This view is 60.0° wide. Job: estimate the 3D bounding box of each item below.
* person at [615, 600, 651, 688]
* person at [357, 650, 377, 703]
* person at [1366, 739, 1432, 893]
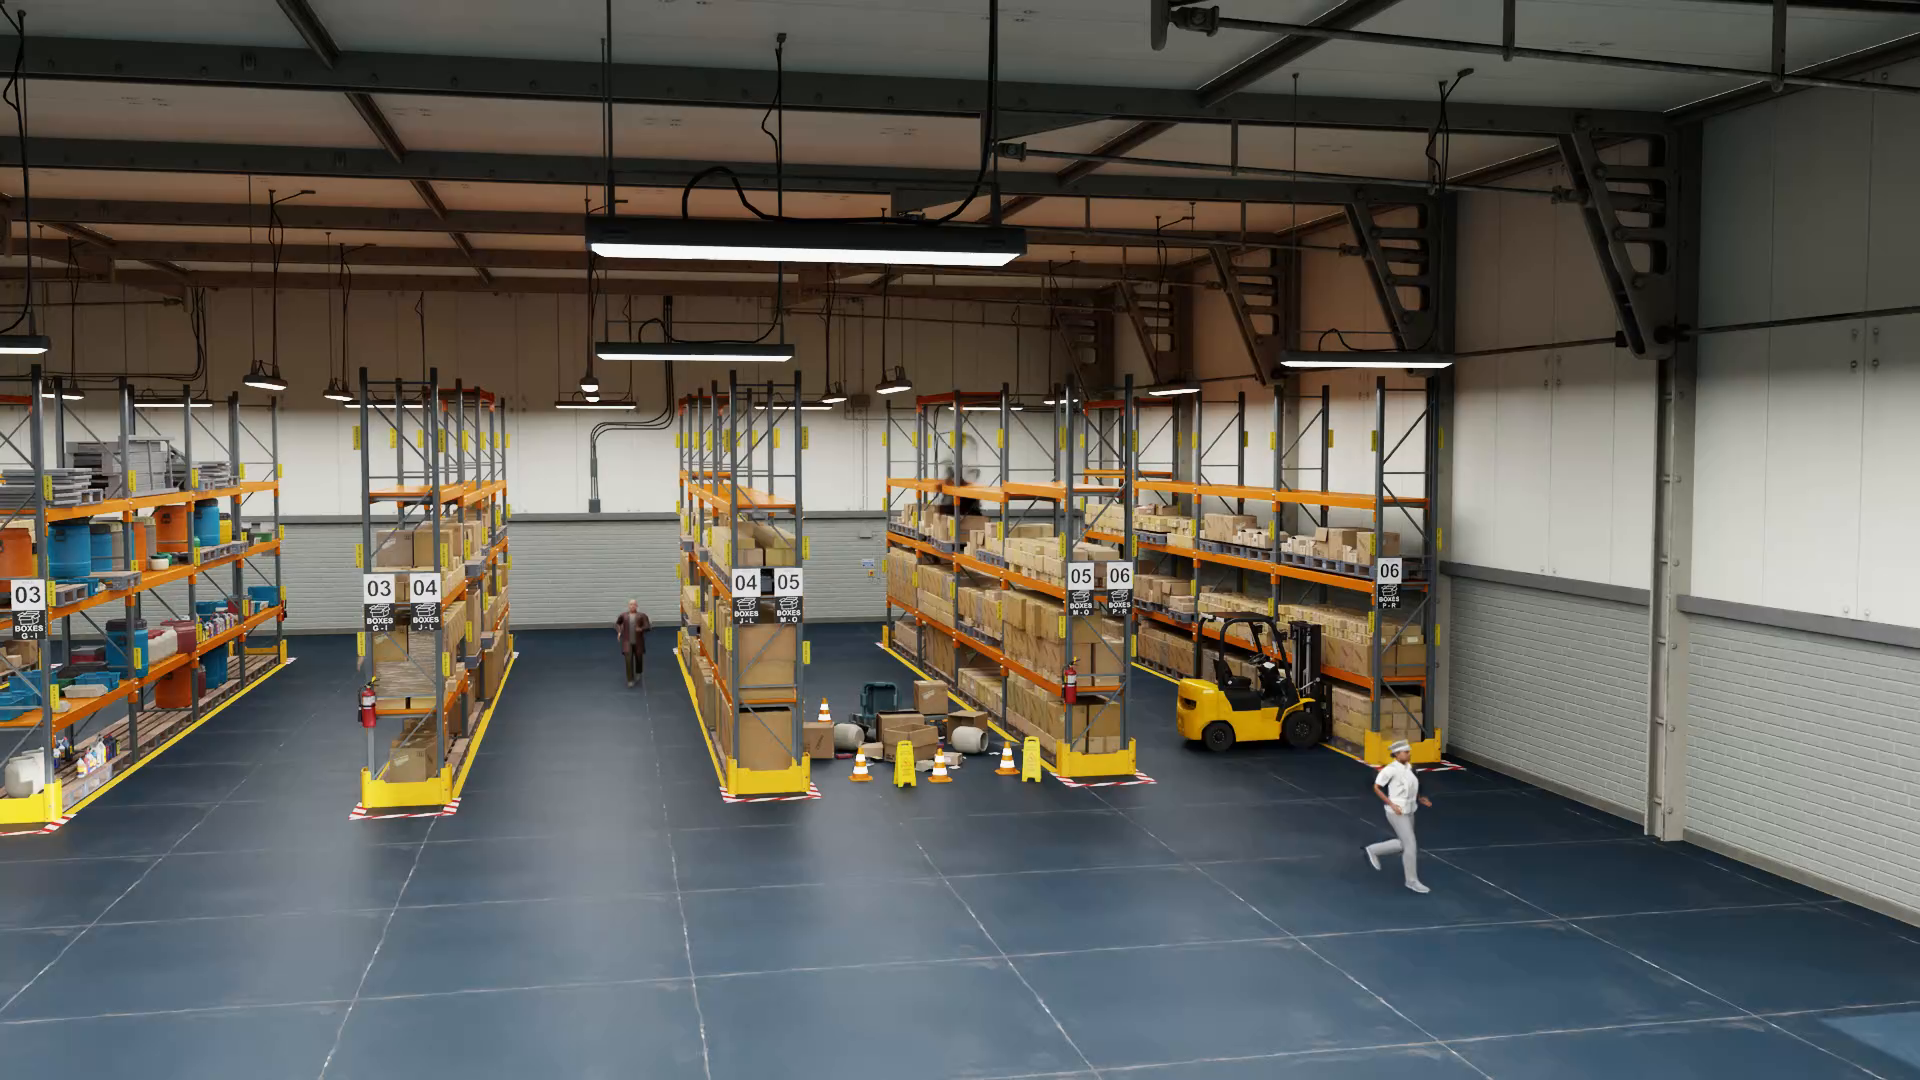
[{"bbox_3d":[-6.657,2.090,33.846,0.714,1.754,1.034,-1,3,-10],"label":"person"},{"bbox_3d":[-10.719,2.323,30.517,0.653,1.726,0.631,-1,4,-16],"label":"person"},{"bbox_3d":[4.919,3.065,18.679,0.803,1.696,0.579,3,5,43],"label":"person"}]
